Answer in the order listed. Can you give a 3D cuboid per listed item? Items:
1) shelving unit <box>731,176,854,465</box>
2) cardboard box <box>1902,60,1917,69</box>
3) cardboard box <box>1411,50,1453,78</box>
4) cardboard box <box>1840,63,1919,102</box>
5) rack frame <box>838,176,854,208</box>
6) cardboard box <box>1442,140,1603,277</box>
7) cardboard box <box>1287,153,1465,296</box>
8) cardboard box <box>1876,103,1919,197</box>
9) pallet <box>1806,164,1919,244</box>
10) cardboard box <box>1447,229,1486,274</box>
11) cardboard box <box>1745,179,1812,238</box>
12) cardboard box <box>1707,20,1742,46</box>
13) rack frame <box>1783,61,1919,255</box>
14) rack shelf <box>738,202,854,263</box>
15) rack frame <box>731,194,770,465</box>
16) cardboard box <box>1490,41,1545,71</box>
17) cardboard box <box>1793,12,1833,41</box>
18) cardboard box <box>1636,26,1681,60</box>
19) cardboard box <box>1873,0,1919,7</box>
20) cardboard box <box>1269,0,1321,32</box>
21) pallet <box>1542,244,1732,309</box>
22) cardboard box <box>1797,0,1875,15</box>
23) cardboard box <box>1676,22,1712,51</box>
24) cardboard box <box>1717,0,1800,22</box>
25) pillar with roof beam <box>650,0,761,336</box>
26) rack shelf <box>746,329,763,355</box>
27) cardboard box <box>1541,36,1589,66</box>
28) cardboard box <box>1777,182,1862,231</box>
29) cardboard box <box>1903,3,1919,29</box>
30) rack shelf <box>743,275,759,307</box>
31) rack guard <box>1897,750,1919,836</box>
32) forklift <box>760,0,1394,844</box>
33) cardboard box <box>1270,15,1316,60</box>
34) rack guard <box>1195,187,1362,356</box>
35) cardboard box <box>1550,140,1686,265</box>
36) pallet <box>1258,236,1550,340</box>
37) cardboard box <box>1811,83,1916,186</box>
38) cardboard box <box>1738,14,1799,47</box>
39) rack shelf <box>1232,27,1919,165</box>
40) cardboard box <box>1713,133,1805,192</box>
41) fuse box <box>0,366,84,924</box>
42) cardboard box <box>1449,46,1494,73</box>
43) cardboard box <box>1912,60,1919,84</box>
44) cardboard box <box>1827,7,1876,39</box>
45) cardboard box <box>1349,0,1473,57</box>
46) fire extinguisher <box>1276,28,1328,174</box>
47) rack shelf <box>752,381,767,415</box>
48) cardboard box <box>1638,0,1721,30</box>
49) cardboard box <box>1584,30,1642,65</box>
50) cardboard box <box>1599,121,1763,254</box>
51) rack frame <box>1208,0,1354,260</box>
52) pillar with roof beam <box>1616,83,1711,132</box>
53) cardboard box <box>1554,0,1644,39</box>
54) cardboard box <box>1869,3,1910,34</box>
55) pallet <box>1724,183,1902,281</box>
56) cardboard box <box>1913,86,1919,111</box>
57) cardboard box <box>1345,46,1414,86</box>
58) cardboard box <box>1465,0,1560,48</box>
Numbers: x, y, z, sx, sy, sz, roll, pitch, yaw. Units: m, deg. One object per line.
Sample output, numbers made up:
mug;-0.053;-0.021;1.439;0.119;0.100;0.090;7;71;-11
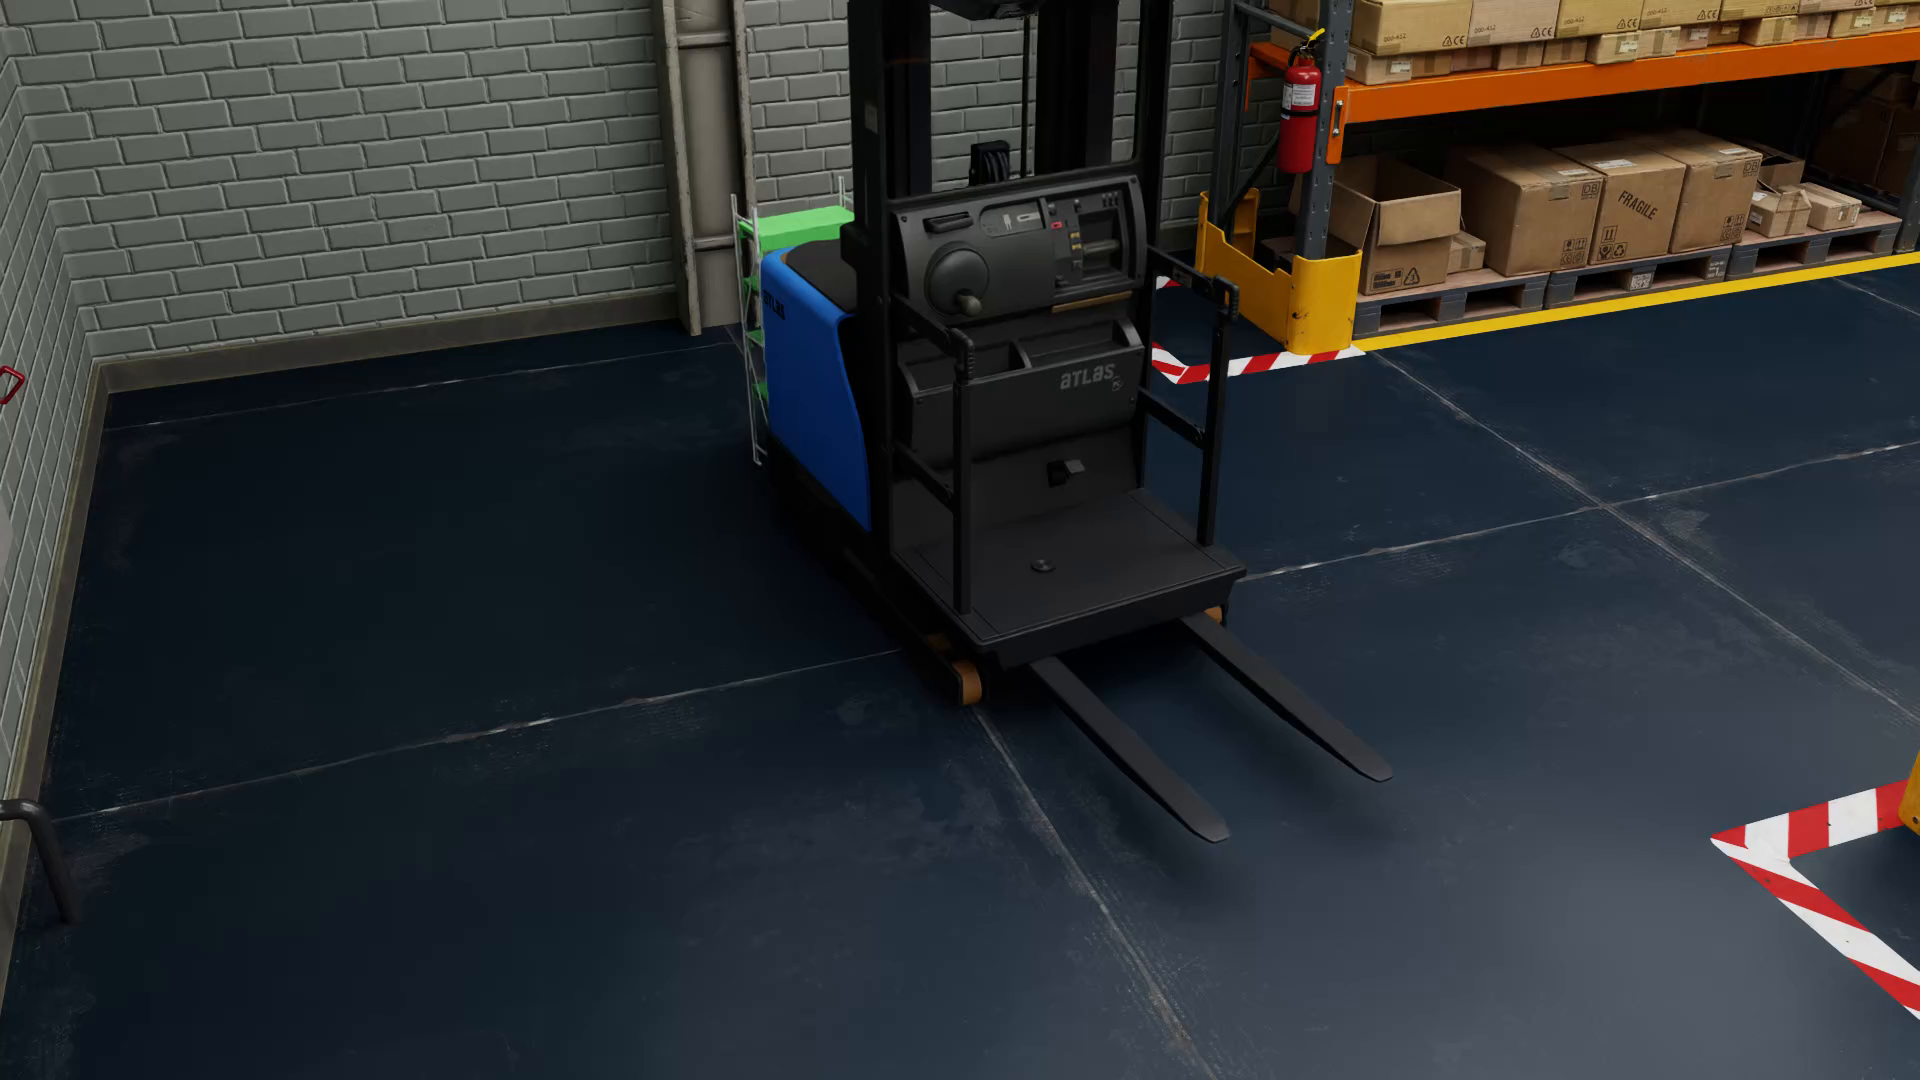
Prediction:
shelving unit;-0.648;-0.896;7.099;0.503;1.200;0.258;-15;30;-25
cardboard box;5.818;-2.825;10.124;0.250;0.149;0.380;-10;31;-18
cardboard box;2.206;-2.397;8.181;0.250;0.149;0.380;-10;31;-16
cardboard box;5.573;-2.777;10.040;0.250;0.149;0.380;-12;32;-20
rack frame;-0.435;-0.955;7.202;0.015;1.200;0.240;-15;30;-25
cardboard box;3.001;-1.799;8.978;0.500;0.500;0.700;-9;31;-16
cardboard box;2.186;-1.671;8.750;0.637;0.503;0.797;-12;32;-20
cardboard box;5.860;-2.277;9.818;0.500;0.500;0.500;-9;31;-15
pallet;6.078;-2.148;10.307;1.213;0.211;1.003;-10;31;-18
cardboard box;2.598;-1.572;8.935;0.250;0.149;0.380;-12;32;-20
cardboard box;4.574;-1.902;9.396;0.258;0.266;0.396;-9;31;-16
cardboard box;3.880;-2.727;8.760;0.250;0.149;0.380;-10;31;-17
rack frame;5.329;-3.202;9.340;0.127;3.000;1.000;-10;31;-18
rack shelf;-0.658;-1.266;6.908;0.480;0.148;0.258;-15;30;-25
rack frame;-0.861;-0.837;6.995;0.015;1.200;0.240;-15;30;-25
cardboard box;2.698;-2.474;8.315;0.250;0.149;0.380;-9;31;-16
cardboard box;4.391;-2.777;8.847;0.250;0.149;0.380;-10;31;-16
cardboard box;3.448;-2.586;8.512;0.250;0.149;0.380;-10;31;-16
cardboard box;4.936;-3.065;8.950;0.500;0.250;0.500;-10;31;-16
cardboard box;1.918;-2.778;8.447;0.500;0.250;0.500;-10;31;-16
pallet;3.539;-1.659;9.450;1.213;0.211;1.003;-10;31;-18
cardboard box;4.472;-2.971;8.786;0.500;0.250;0.500;-10;31;-17
cardboard box;3.665;-2.662;8.646;0.250;0.149;0.380;-11;31;-18
cardboard box;4.000;-2.891;8.646;0.500;0.250;0.500;-11;31;-18
pillar with roof beam;0.239;-3.073;3.054;0.400;9.000;9.100;-10;31;-18
rack shelf;-0.647;-0.839;7.128;0.480;0.148;0.258;-15;30;-25
cardboard box;2.945;-2.522;8.400;0.250;0.149;0.380;-10;31;-17
cardboard box;4.909;-1.913;9.533;0.250;0.149;0.380;-11;32;-19
cardboard box;5.118;-2.920;9.099;0.250;0.149;0.380;-10;31;-17
rack shelf;-0.652;-1.053;7.018;0.480;0.148;0.258;-15;30;-25
rack guard;3.291;0.881;4.698;0.348;0.500;1.175;-10;31;-18
forklift;0.321;-0.951;5.458;1.130;2.935;3.031;-15;33;-24
cardboard box;1.797;-2.584;8.509;0.250;0.149;0.380;-11;31;-18
rack guard;1.651;-1.438;8.769;0.348;0.500;1.175;-10;31;-18
cardboard box;3.531;-1.844;9.057;0.500;0.500;0.500;-10;31;-17
pallet;2.398;-1.451;9.083;1.213;0.211;1.003;-10;31;-18
cardboard box;5.686;-2.520;10.244;0.500;0.500;0.500;-11;31;-18
cardboard box;4.161;-2.719;8.747;0.250;0.149;0.380;-11;31;-18
rack shelf;3.454;-2.544;8.912;4.000;0.370;1.077;-10;31;-18
cardboard box;4.627;-2.211;9.893;0.500;0.311;0.500;-9;31;-16
fuse box;-2.558;0.335;4.433;0.414;1.711;0.539;-10;31;-18
cardboard box;2.440;-2.458;8.289;0.250;0.149;0.380;-11;31;-18
cardboard box;5.736;-2.676;9.562;0.250;0.149;0.380;-11;31;-18
cardboard box;4.646;-2.809;8.904;0.250;0.149;0.380;-10;31;-16
cardboard box;2.099;-2.529;8.009;0.500;0.250;0.500;-10;31;-17
fire extinguisher;1.603;-2.076;7.818;0.183;0.674;0.296;-10;31;-18
rack shelf;-0.641;-0.626;7.238;0.480;0.148;0.258;-15;30;-25
cardboard box;3.517;-2.803;8.491;0.500;0.250;0.500;-11;32;-19
cardboard box;3.208;-2.531;8.416;0.250;0.149;0.380;-11;32;-19
cardboard box;3.974;-1.978;9.292;0.500;0.500;0.700;-12;32;-19
rack frame;1.580;-2.511;8.128;0.127;3.000;1.000;-10;31;-18
pillar with roof beam;5.863;-4.109;4.872;0.400;9.000;9.100;-10;31;-18
cardboard box;3.045;-2.705;8.318;0.500;0.250;0.500;-11;31;-19
cardboard box;4.881;-2.865;9.003;0.250;0.149;0.380;-10;31;-16
pallet;4.685;-1.872;9.823;1.213;0.211;1.003;-10;31;-18
cardboard box;5.758;-2.518;9.586;0.250;0.149;0.380;-9;31;-15
cardboard box;1.983;-2.332;8.066;0.250;0.149;0.380;-11;31;-18
cardboard box;2.571;-2.616;8.162;0.500;0.250;0.500;-10;31;-17
